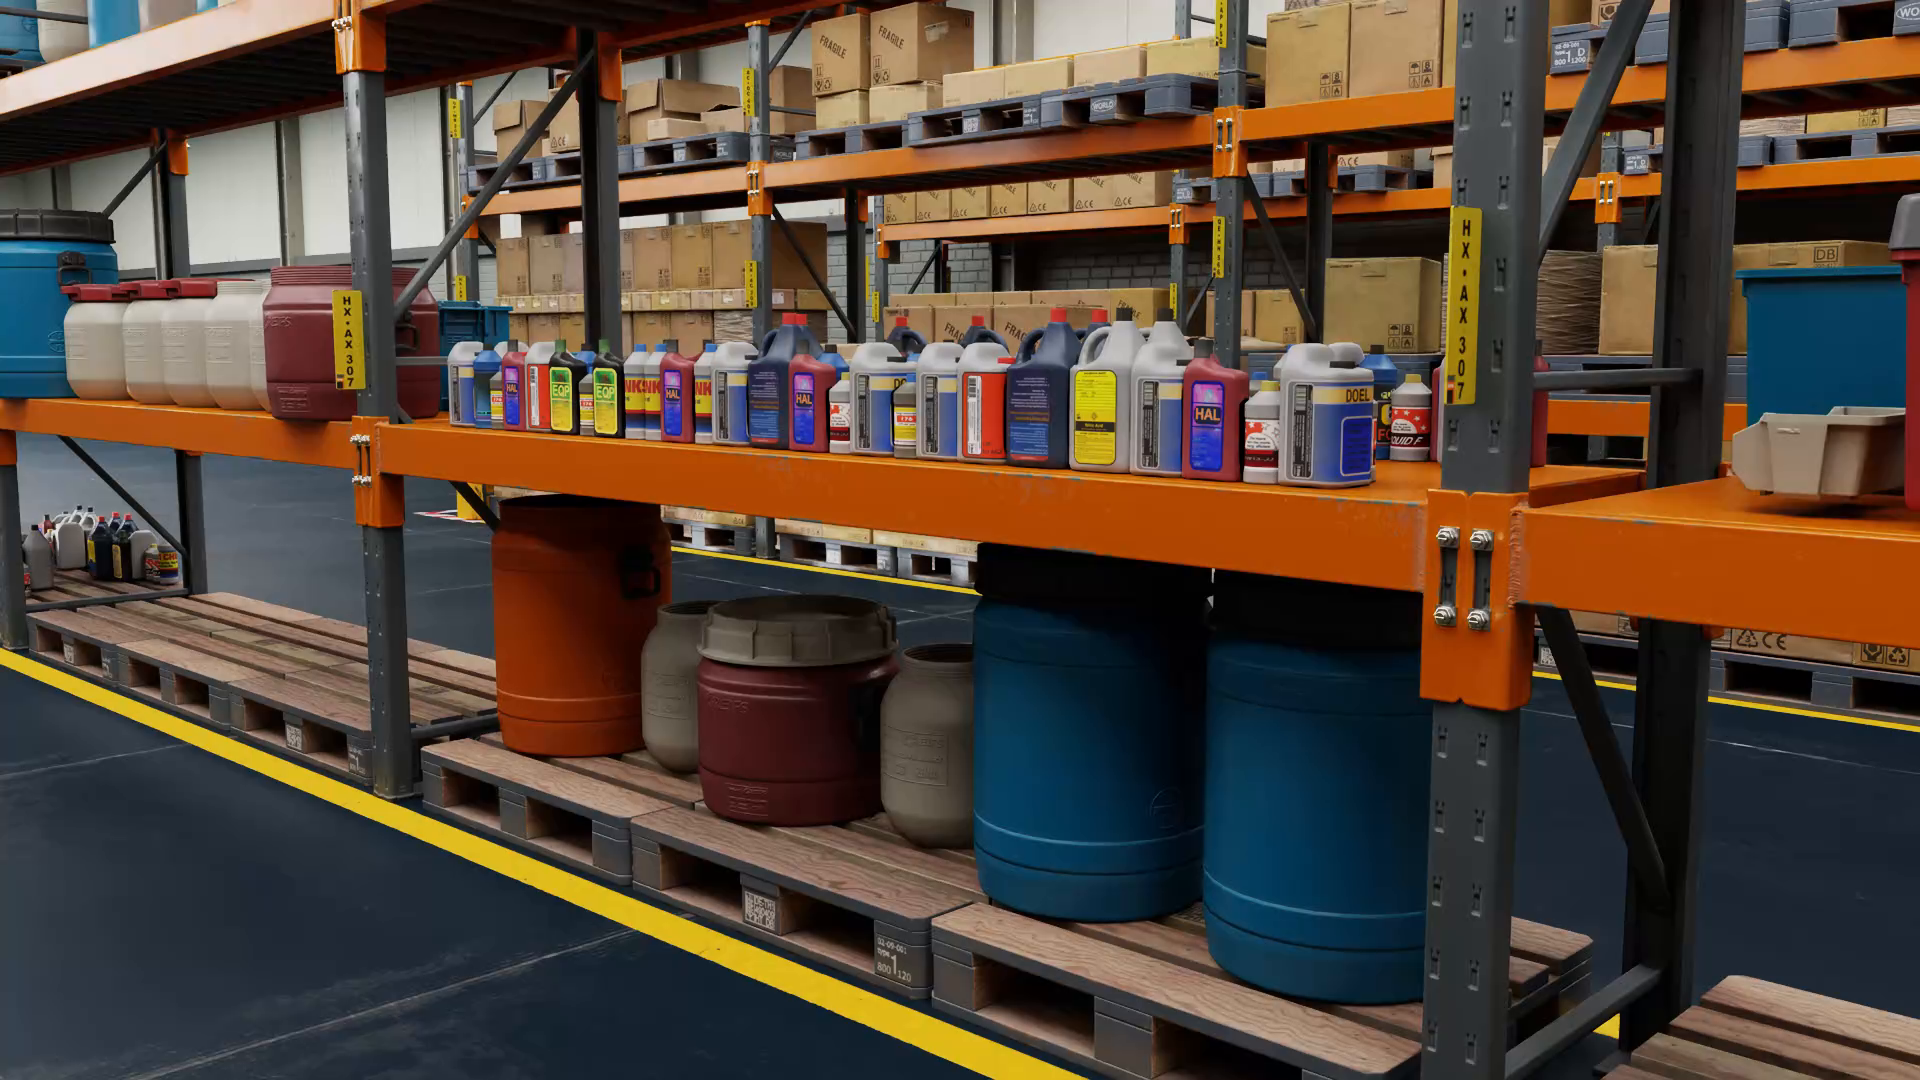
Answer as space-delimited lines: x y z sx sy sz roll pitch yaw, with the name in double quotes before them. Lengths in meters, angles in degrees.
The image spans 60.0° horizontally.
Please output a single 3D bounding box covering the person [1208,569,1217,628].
"person" 0.983 0.171 6.740 0.559 1.219 0.929 6 9 42
